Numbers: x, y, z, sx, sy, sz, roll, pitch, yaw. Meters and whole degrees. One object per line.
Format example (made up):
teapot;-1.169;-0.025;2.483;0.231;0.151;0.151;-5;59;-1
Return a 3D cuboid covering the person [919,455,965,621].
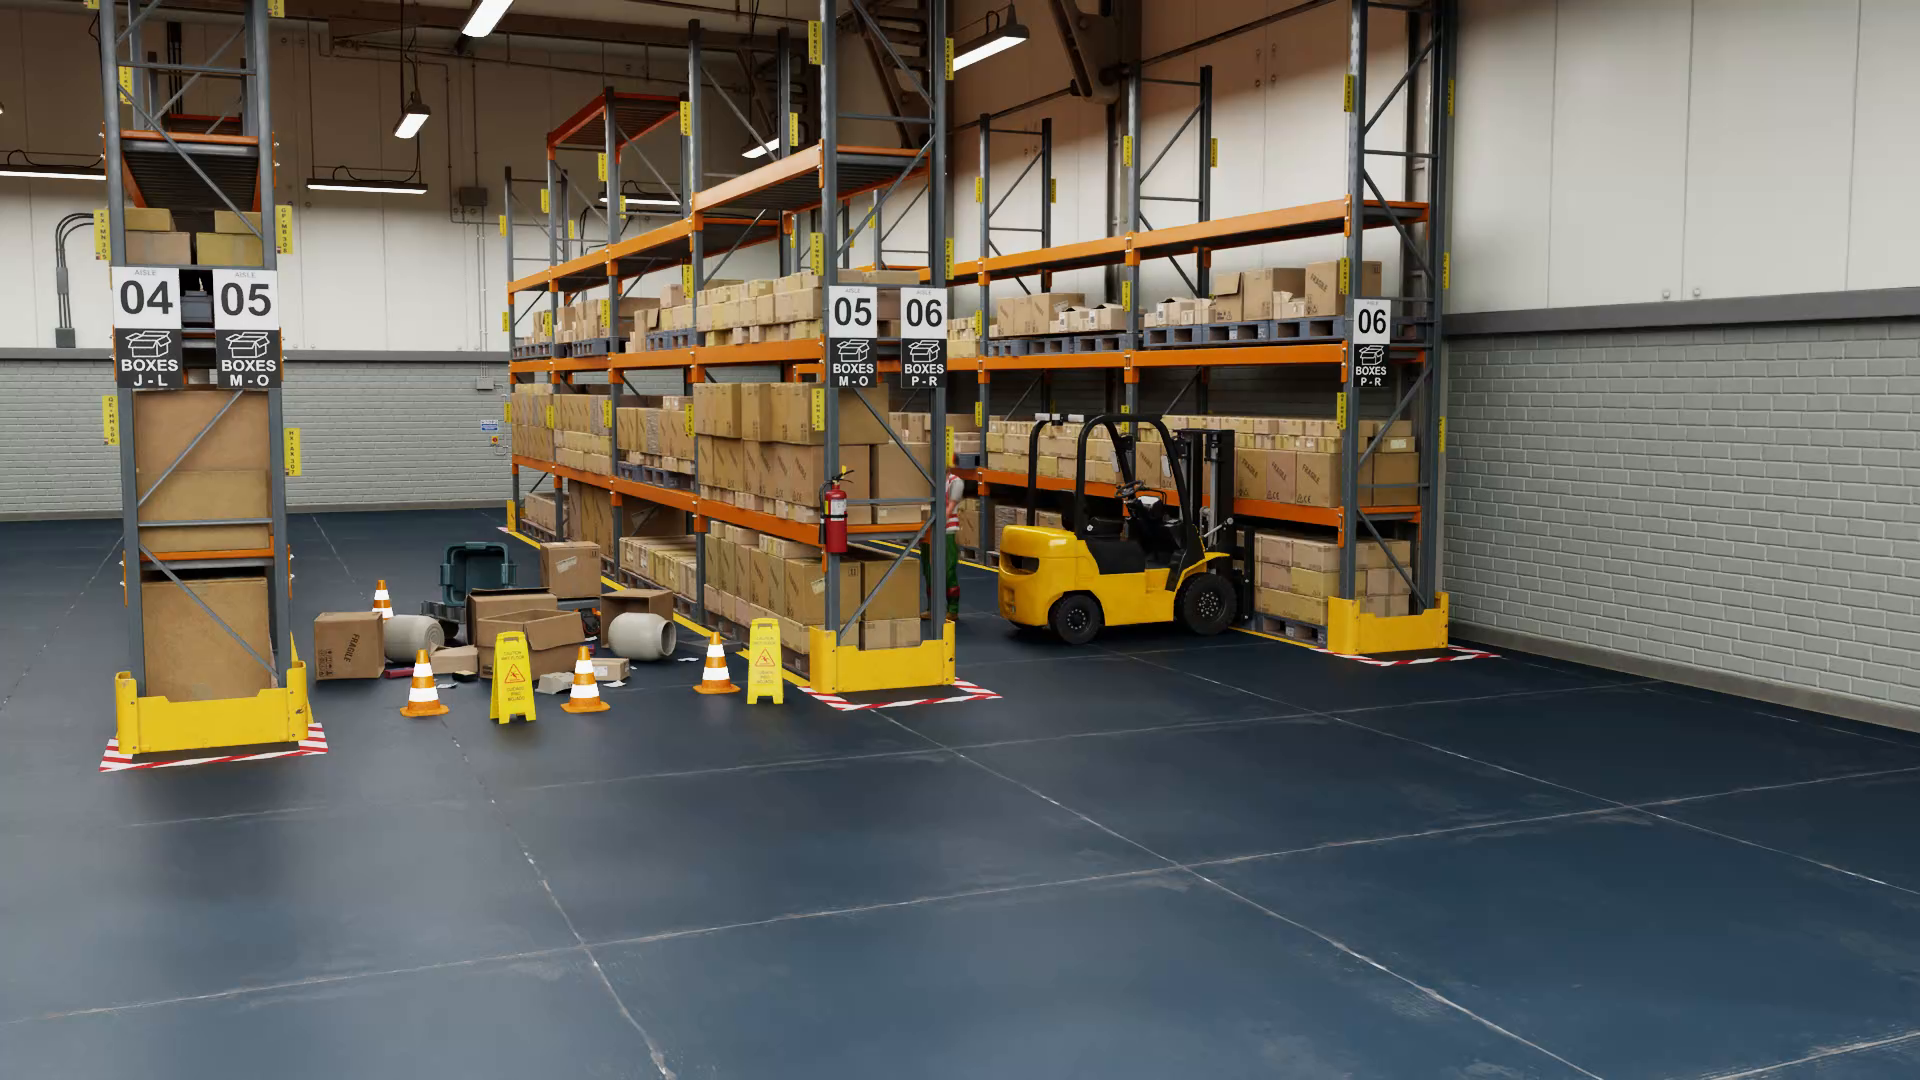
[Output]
person;-0.258;-0.055;17.161;0.502;1.788;0.560;4;7;38
